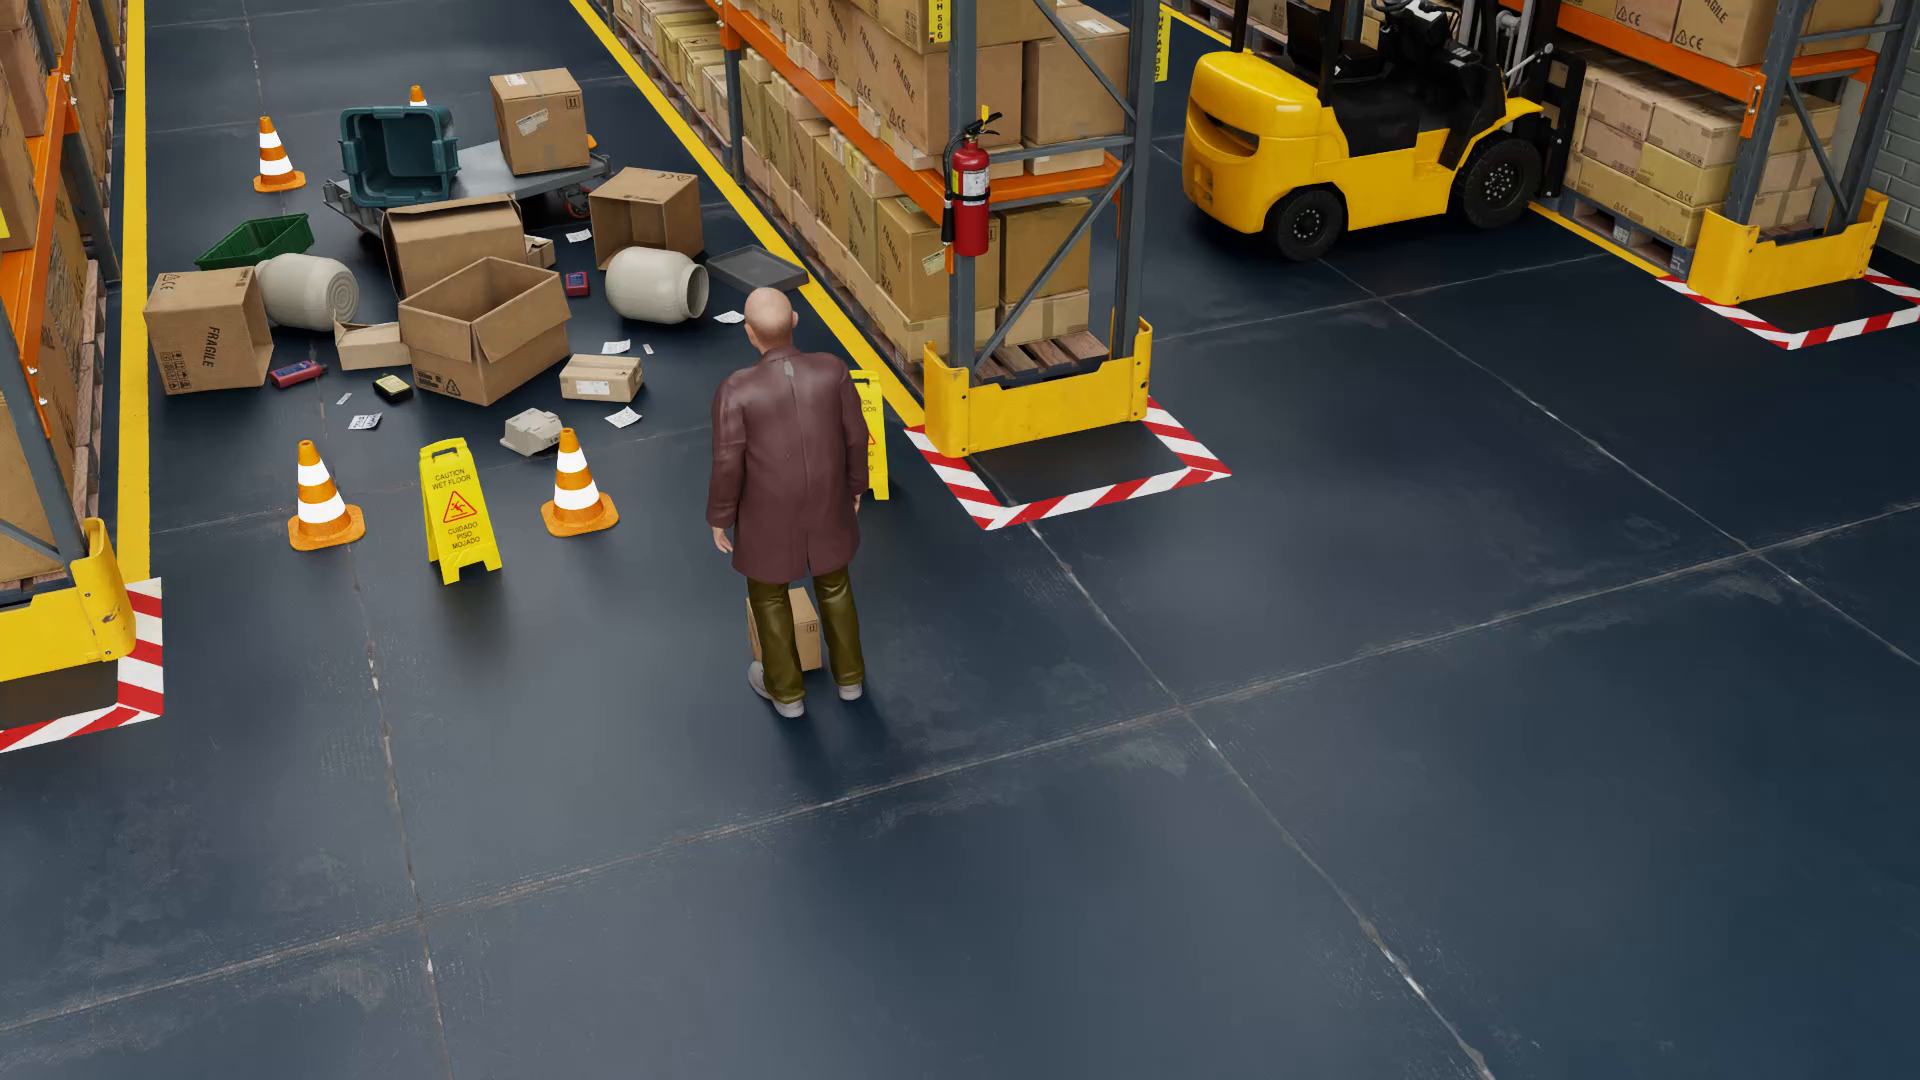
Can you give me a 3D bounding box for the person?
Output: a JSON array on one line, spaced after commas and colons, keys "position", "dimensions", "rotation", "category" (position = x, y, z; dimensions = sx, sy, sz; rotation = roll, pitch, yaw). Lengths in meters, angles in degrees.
[{"position": [-0.646, -0.124, 6.343], "dimensions": [0.656, 1.774, 0.417], "rotation": [-14, 36, -21], "category": "person"}]
